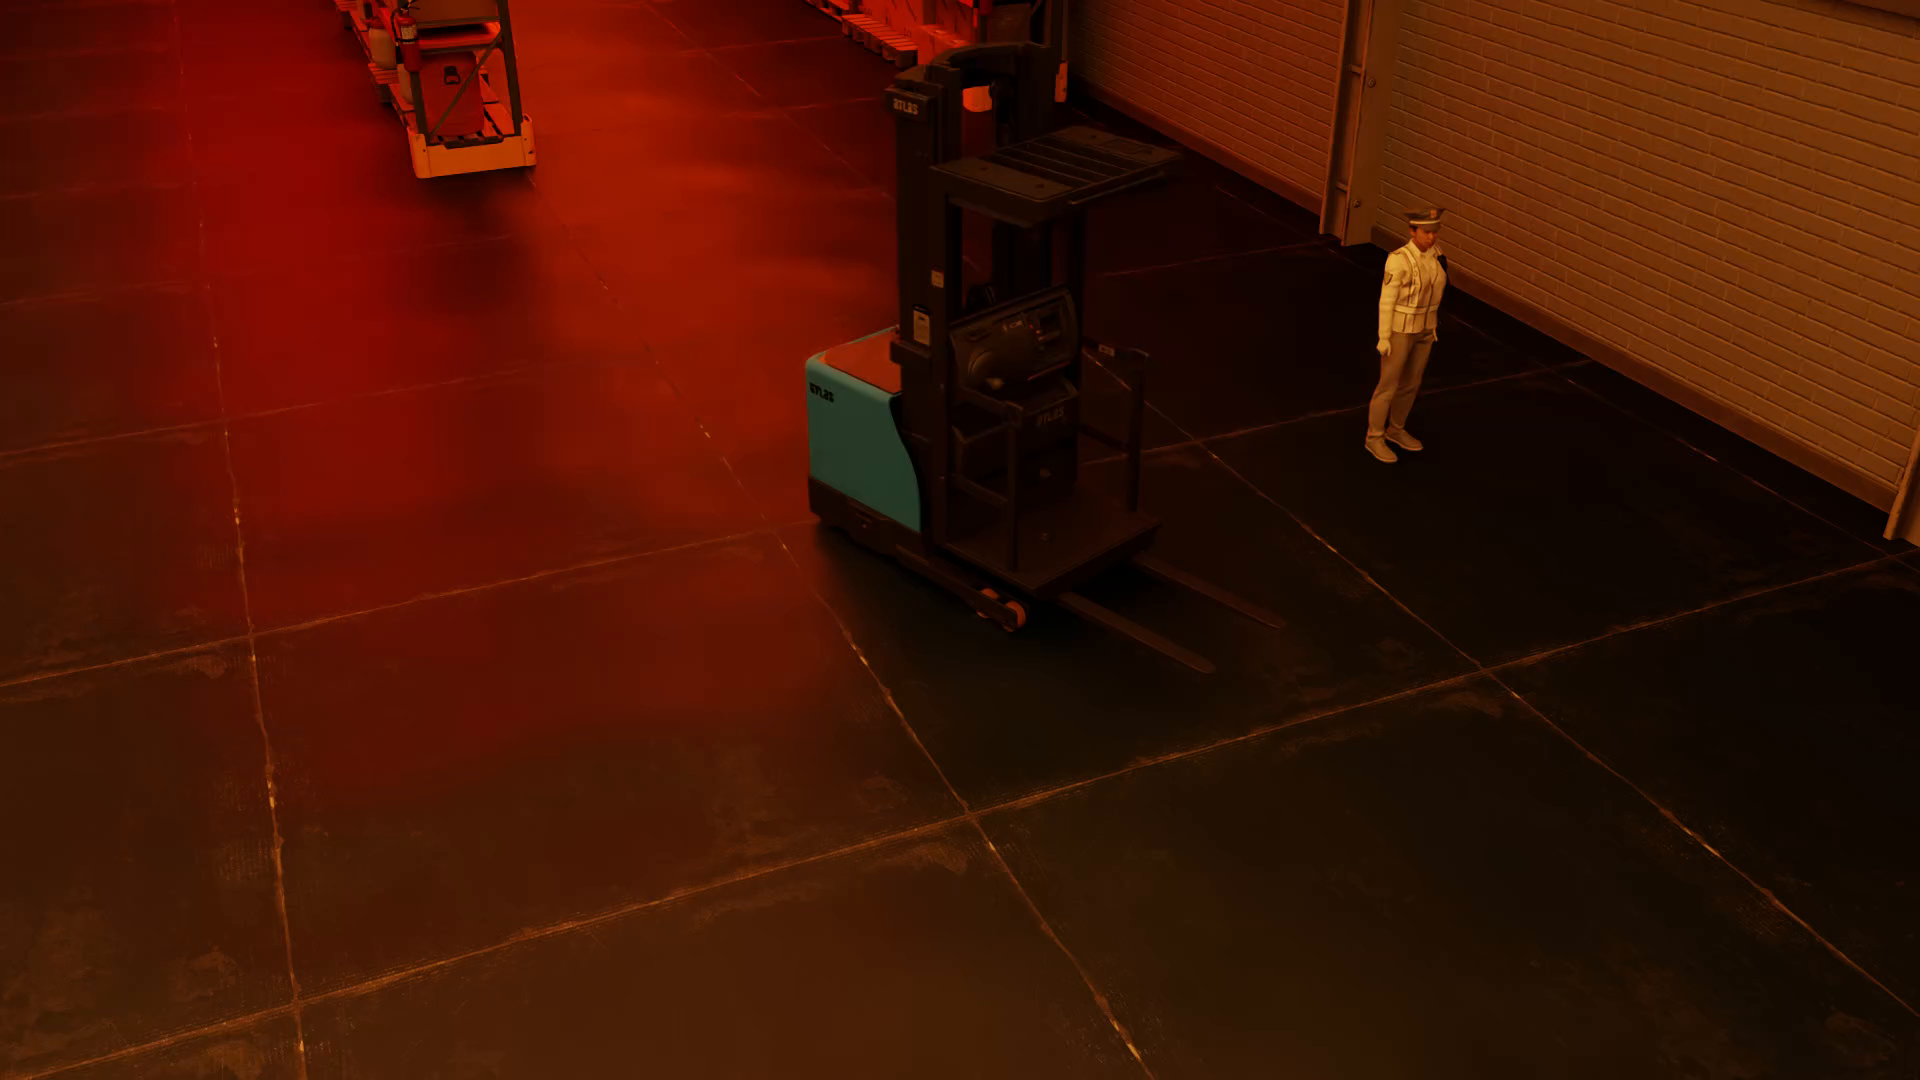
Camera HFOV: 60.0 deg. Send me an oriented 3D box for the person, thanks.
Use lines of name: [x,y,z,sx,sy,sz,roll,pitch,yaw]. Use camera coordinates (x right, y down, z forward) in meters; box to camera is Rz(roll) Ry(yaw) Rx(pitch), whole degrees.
person: [2.907,-1.345,10.730,0.497,1.689,0.339,-18,34,-28]

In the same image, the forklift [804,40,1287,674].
forklift: [0.451,-1.055,8.965,1.130,2.935,3.031,-26,39,-37]
